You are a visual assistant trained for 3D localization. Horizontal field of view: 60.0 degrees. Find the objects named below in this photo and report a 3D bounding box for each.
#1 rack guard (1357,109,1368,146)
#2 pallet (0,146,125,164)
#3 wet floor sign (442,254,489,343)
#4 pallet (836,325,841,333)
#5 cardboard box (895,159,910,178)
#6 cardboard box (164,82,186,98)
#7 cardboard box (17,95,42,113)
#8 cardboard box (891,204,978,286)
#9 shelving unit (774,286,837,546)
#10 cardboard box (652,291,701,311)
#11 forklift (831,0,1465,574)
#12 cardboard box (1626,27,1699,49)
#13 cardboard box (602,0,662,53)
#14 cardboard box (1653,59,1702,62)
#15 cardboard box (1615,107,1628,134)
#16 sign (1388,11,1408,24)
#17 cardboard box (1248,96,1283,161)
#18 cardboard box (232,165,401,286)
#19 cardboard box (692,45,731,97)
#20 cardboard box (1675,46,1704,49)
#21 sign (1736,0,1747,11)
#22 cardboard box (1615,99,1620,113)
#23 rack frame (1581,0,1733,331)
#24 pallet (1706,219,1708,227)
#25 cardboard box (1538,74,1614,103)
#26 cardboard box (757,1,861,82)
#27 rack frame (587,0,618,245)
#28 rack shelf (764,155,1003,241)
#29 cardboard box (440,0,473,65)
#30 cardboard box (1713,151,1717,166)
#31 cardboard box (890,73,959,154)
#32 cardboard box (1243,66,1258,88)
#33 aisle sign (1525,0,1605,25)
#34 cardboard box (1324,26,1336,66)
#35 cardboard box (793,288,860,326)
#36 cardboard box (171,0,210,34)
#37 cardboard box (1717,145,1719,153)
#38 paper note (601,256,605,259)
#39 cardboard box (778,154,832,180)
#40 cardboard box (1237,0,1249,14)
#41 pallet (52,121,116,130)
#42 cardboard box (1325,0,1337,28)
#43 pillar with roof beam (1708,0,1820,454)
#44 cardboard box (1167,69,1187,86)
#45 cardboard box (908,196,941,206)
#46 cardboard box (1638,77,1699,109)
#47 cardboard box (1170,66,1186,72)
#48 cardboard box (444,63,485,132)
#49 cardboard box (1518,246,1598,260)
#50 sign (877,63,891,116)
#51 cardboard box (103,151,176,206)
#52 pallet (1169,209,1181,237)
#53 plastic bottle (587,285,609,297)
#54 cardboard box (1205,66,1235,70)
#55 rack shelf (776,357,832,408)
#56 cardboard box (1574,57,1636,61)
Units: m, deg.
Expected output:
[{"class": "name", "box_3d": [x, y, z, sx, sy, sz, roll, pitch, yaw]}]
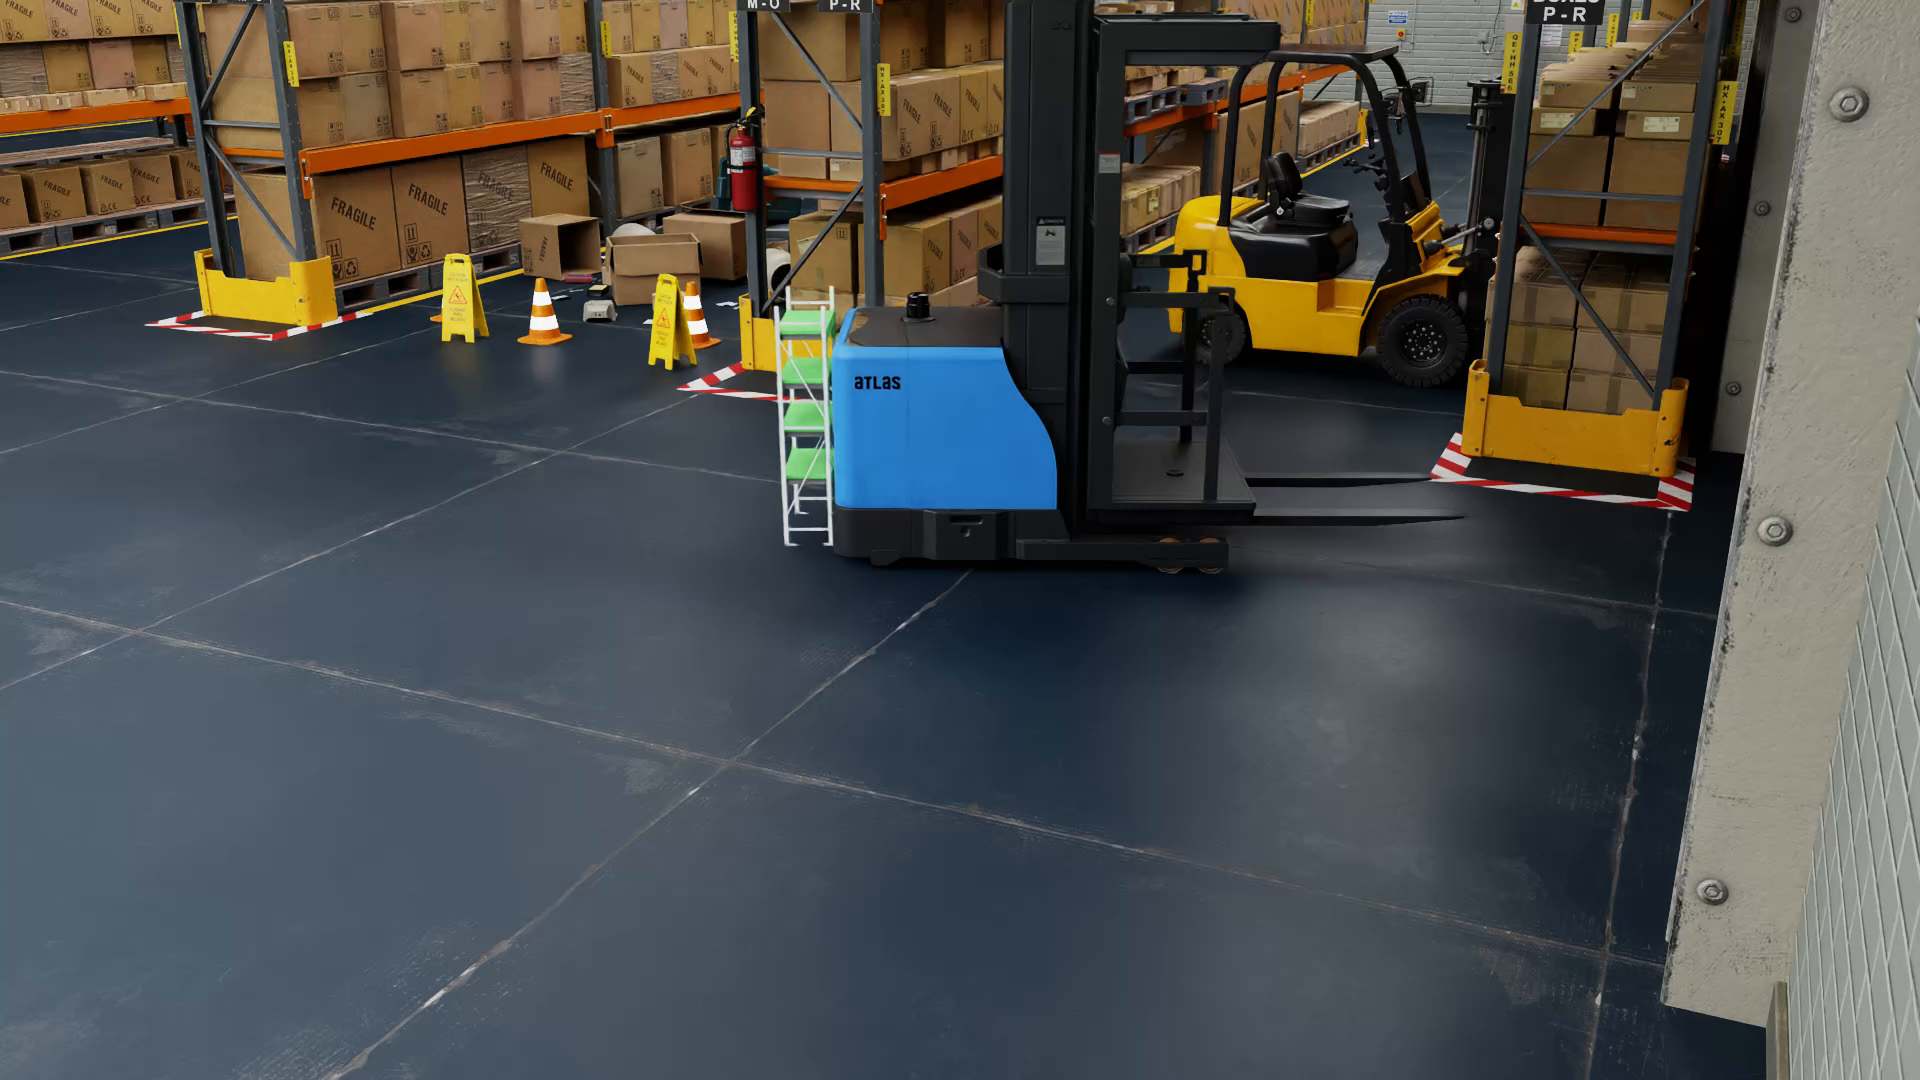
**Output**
[{"class": "rack guard", "box_3d": [5.570, -6.297, 25.291, 1.175, 0.500, 0.348, 9, 21, 23]}, {"class": "pallet", "box_3d": [-12.129, -5.144, 22.481, 1.003, 0.211, 1.213, 9, 21, 23]}, {"class": "wet floor sign", "box_3d": [-3.754, -1.834, 12.527, 0.267, 0.644, 0.232, 5, 20, 13]}, {"class": "pallet", "box_3d": [-0.595, -1.529, 12.316, 1.003, 0.211, 1.213, 9, 21, 23]}, {"class": "cardboard box", "box_3d": [-0.573, -2.612, 11.575, 0.380, 0.149, 0.250, 9, 21, 24]}, {"class": "cardboard box", "box_3d": [-8.483, -4.791, 17.701, 0.380, 0.149, 0.250, 9, 21, 23]}, {"class": "cardboard box", "box_3d": [-9.192, -4.255, 16.194, 0.380, 0.149, 0.250, 9, 21, 23]}, {"class": "cardboard box", "box_3d": [-0.189, -2.208, 12.421, 0.500, 0.500, 0.500, 8, 21, 21]}, {"class": "shelving unit", "box_3d": [-0.750, -0.622, 8.287, 0.258, 1.200, 0.503, 0, 20, 1]}, {"class": "cardboard box", "box_3d": [-2.298, -1.910, 13.481, 0.250, 0.149, 0.380, -14, 24, -33]}, {"class": "forklift", "box_3d": [0.914, -1.401, 7.896, 3.031, 2.935, 1.130, 0, 20, 1]}, {"class": "cardboard box", "box_3d": [7.314, -5.112, 17.450, 0.797, 0.503, 0.637, 8, 21, 21]}, {"class": "cardboard box", "box_3d": [-3.504, -5.275, 17.047, 0.700, 0.500, 0.500, 8, 21, 22]}, {"class": "cardboard box", "box_3d": [4.768, -3.086, 10.970, 0.380, 0.149, 0.250, 8, 21, 22]}, {"class": "cardboard box", "box_3d": [3.957, -2.401, 9.489, 0.380, 0.149, 0.250, 9, 21, 23]}, {"class": "sign", "box_3d": [7.829, -9.347, 29.733, 0.327, 0.218, 0.001, 9, 21, 23]}, {"class": "cardboard box", "box_3d": [3.379, -4.963, 20.356, 0.875, 0.875, 0.875, 9, 22, 24]}, {"class": "cardboard box", "box_3d": [-5.331, -2.637, 13.815, 0.875, 0.875, 0.875, 9, 21, 23]}, {"class": "cardboard box", "box_3d": [-2.829, -5.080, 17.990, 0.500, 0.500, 0.500, 9, 21, 24]}, {"class": "cardboard box", "box_3d": [6.699, -4.401, 15.113, 0.380, 0.149, 0.250, 9, 21, 23]}, {"class": "sign", "box_3d": [8.960, -6.035, 19.096, 0.100, 0.325, 0.005, 9, 21, 23]}, {"class": "cardboard box", "box_3d": [4.112, -2.853, 10.759, 0.380, 0.149, 0.250, 8, 21, 22]}, {"class": "rack frame", "box_3d": [5.177, -3.119, 12.625, 1.000, 3.000, 0.127, 9, 21, 23]}, {"class": "pallet", "box_3d": [7.656, -3.622, 18.202, 1.003, 0.211, 1.213, 9, 21, 23]}, {"class": "cardboard box", "box_3d": [3.566, -2.607, 9.624, 0.380, 0.149, 0.250, 9, 21, 23]}, {"class": "cardboard box", "box_3d": [-0.981, -3.420, 11.388, 0.700, 0.500, 0.500, 8, 21, 21]}, {"class": "rack frame", "box_3d": [-3.911, -4.447, 16.360, 1.000, 3.000, 0.127, 9, 21, 23]}, {"class": "rack shelf", "box_3d": [-0.172, -2.848, 12.938, 1.077, 0.370, 4.000, 9, 21, 23]}, {"class": "cardboard box", "box_3d": [-4.769, -4.425, 14.462, 0.875, 0.550, 0.500, 9, 21, 23]}, {"class": "cardboard box", "box_3d": [7.446, -3.861, 16.849, 0.380, 0.149, 0.250, 9, 22, 24]}, {"class": "cardboard box", "box_3d": [-0.335, -3.029, 11.778, 0.500, 0.500, 0.500, 9, 22, 24]}, {"class": "cardboard box", "box_3d": [3.129, -5.385, 19.221, 0.500, 0.250, 0.500, 9, 22, 24]}, {"class": "aisle sign", "box_3d": [3.244, -3.141, 8.808, 0.394, 0.787, 0.004, 9, 21, 23]}, {"class": "cardboard box", "box_3d": [4.773, -6.703, 22.555, 0.500, 0.500, 0.500, 9, 21, 23]}, {"class": "cardboard box", "box_3d": [-0.896, -1.770, 12.308, 0.500, 0.250, 0.500, 8, 21, 22]}, {"class": "cardboard box", "box_3d": [-8.328, -5.642, 17.633, 0.500, 0.500, 0.500, 9, 21, 23]}, {"class": "cardboard box", "box_3d": [8.310, -4.243, 18.890, 0.500, 0.500, 0.500, 8, 21, 20]}, {"class": "paper note", "box_3d": [-3.360, -2.719, 15.930, 0.147, 0.020, 0.142, -5, 20, -15]}, {"class": "cardboard box", "box_3d": [-1.033, -2.601, 11.544, 0.380, 0.149, 0.250, 9, 22, 25]}, {"class": "cardboard box", "box_3d": [2.904, -5.810, 18.550, 0.500, 0.500, 0.500, 9, 21, 23]}, {"class": "pallet", "box_3d": [-14.951, -7.022, 27.763, 1.003, 0.211, 1.213, 9, 21, 23]}, {"class": "cardboard box", "box_3d": [4.771, -7.183, 22.413, 0.500, 0.500, 0.500, 9, 21, 24]}, {"class": "pillar with roof beam", "box_3d": [0.718, -5.402, 10.093, 9.100, 9.000, 0.400, 9, 21, 23]}, {"class": "cardboard box", "box_3d": [2.049, -4.632, 16.627, 0.380, 0.149, 0.250, 9, 21, 24]}, {"class": "cardboard box", "box_3d": [-0.478, -2.426, 13.033, 0.500, 0.500, 0.500, 8, 21, 21]}, {"class": "cardboard box", "box_3d": [4.037, -2.535, 9.422, 0.380, 0.149, 0.250, 9, 22, 25]}, {"class": "cardboard box", "box_3d": [1.945, -4.916, 16.457, 0.500, 0.500, 0.500, 7, 21, 19]}, {"class": "cardboard box", "box_3d": [-4.710, -3.907, 14.618, 0.875, 0.550, 0.500, 9, 21, 23]}, {"class": "cardboard box", "box_3d": [3.844, -1.766, 10.804, 0.500, 0.250, 0.500, 9, 21, 23]}, {"class": "sign", "box_3d": [-0.496, -2.909, 10.744, 0.100, 0.325, 0.005, 9, 21, 23]}, {"class": "cardboard box", "box_3d": [-8.822, -3.886, 17.885, 0.500, 0.500, 0.500, 17, 26, 40]}, {"class": "pallet", "box_3d": [1.963, -3.469, 17.771, 1.003, 0.211, 1.213, 9, 21, 23]}, {"class": "plastic bottle", "box_3d": [-3.099, -2.145, 14.272, 0.133, 0.061, 0.283, 1, 20, 4]}, {"class": "cardboard box", "box_3d": [2.717, -5.307, 18.257, 0.500, 0.250, 0.500, 8, 21, 22]}, {"class": "rack shelf", "box_3d": [-0.751, -0.788, 8.228, 0.258, 0.148, 0.480, 0, 20, 1]}, {"class": "cardboard box", "box_3d": [4.320, -3.150, 11.152, 0.380, 0.149, 0.250, 8, 21, 22]}]
